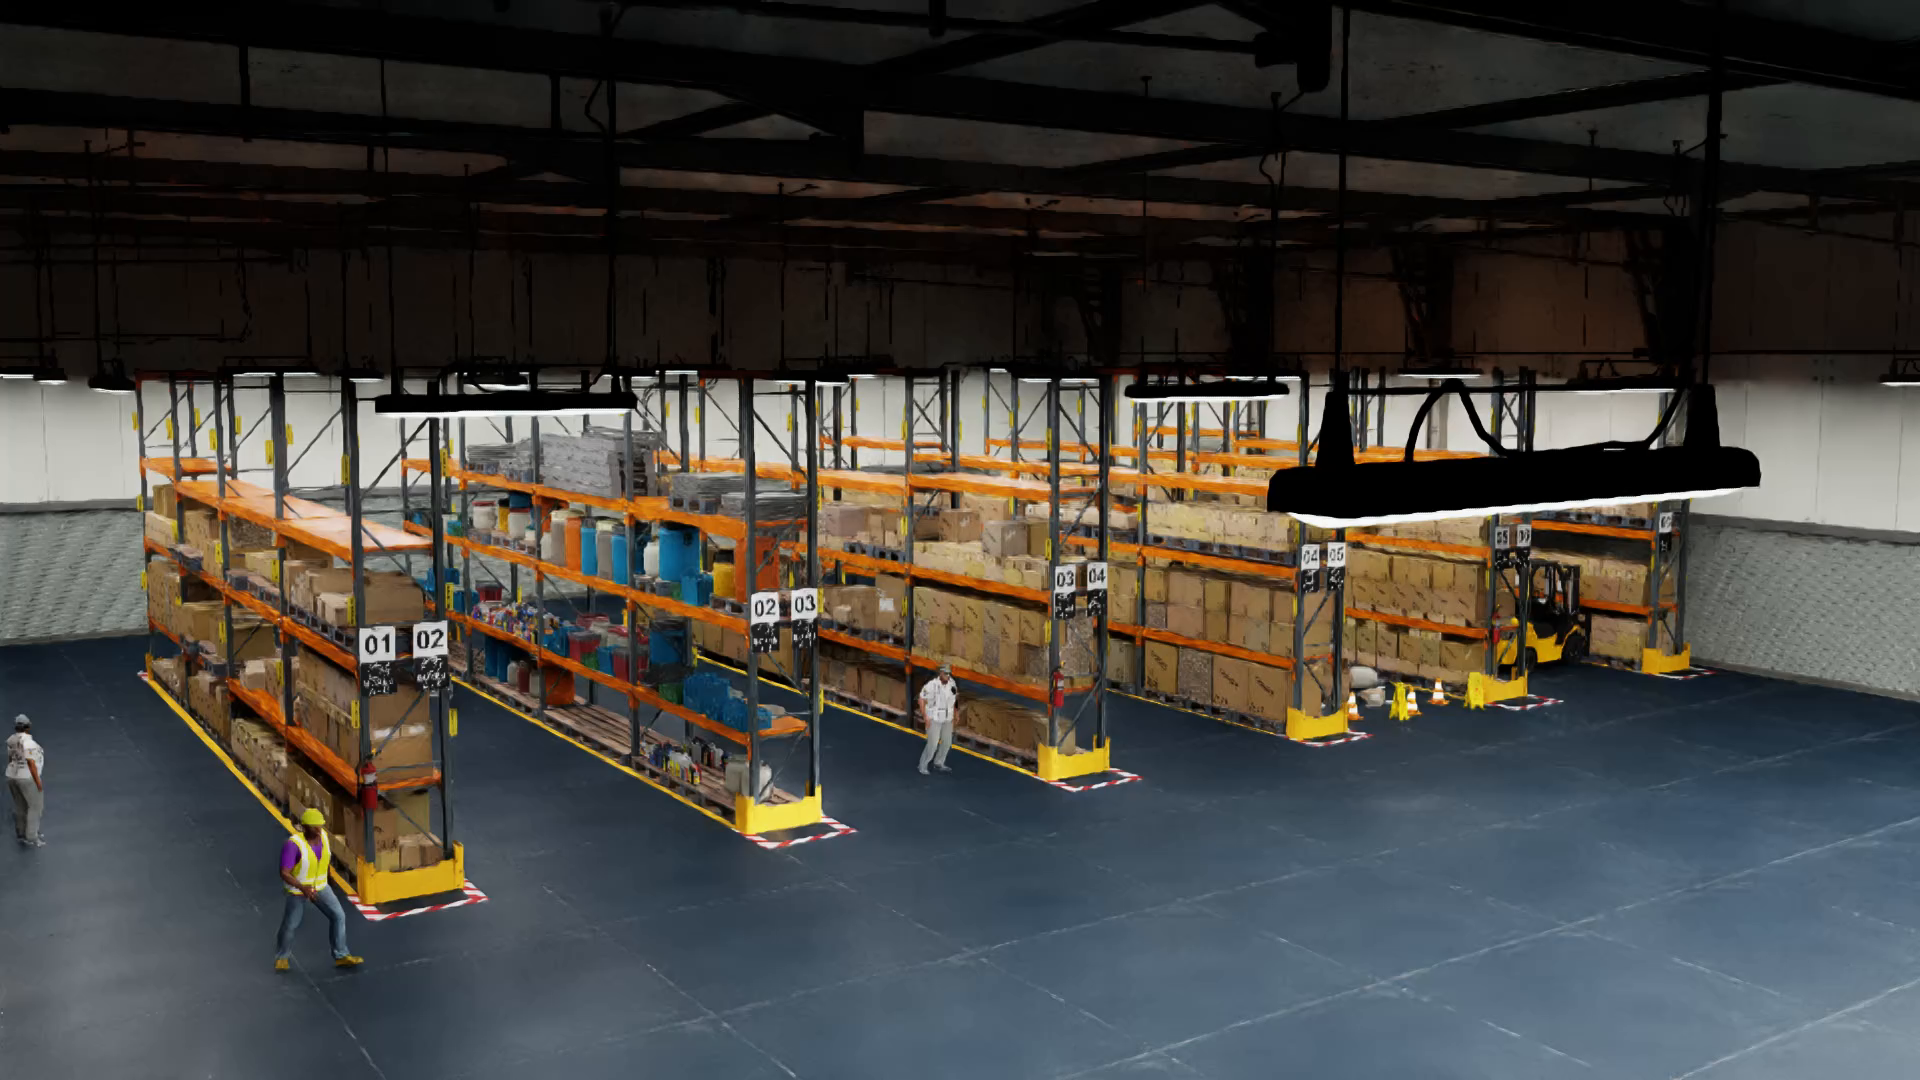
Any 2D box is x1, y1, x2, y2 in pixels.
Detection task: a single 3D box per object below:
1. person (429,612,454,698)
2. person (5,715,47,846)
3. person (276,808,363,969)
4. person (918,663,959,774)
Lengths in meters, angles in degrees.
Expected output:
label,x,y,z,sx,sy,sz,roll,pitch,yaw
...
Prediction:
label,x,y,z,sx,sy,sz,roll,pitch,yaw
person,-9.550,2.095,30.437,0.536,1.590,0.534,-1,7,-9
person,-12.051,3.115,21.476,0.549,1.732,0.403,4,7,29
person,-6.675,3.557,17.041,0.815,1.695,0.711,5,8,37
person,-0.318,2.670,25.027,0.682,1.704,0.536,-5,8,-35
